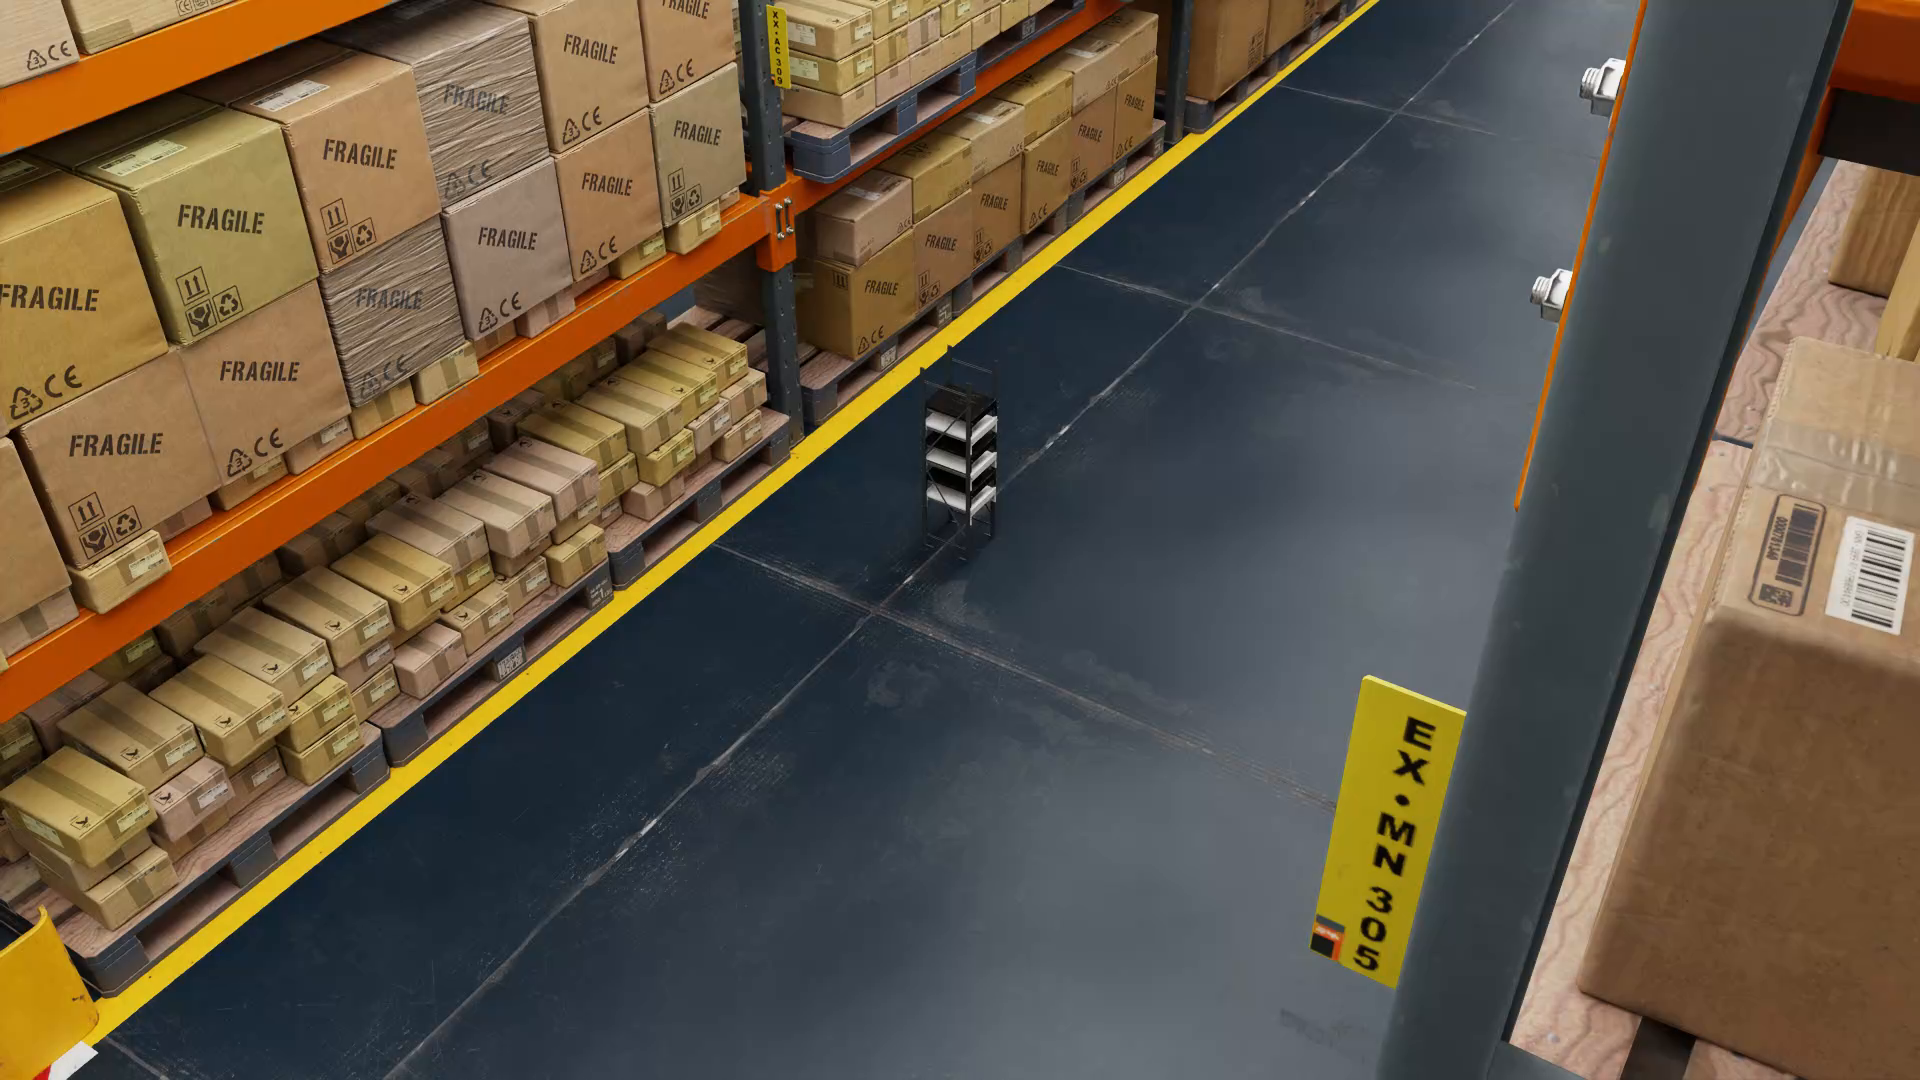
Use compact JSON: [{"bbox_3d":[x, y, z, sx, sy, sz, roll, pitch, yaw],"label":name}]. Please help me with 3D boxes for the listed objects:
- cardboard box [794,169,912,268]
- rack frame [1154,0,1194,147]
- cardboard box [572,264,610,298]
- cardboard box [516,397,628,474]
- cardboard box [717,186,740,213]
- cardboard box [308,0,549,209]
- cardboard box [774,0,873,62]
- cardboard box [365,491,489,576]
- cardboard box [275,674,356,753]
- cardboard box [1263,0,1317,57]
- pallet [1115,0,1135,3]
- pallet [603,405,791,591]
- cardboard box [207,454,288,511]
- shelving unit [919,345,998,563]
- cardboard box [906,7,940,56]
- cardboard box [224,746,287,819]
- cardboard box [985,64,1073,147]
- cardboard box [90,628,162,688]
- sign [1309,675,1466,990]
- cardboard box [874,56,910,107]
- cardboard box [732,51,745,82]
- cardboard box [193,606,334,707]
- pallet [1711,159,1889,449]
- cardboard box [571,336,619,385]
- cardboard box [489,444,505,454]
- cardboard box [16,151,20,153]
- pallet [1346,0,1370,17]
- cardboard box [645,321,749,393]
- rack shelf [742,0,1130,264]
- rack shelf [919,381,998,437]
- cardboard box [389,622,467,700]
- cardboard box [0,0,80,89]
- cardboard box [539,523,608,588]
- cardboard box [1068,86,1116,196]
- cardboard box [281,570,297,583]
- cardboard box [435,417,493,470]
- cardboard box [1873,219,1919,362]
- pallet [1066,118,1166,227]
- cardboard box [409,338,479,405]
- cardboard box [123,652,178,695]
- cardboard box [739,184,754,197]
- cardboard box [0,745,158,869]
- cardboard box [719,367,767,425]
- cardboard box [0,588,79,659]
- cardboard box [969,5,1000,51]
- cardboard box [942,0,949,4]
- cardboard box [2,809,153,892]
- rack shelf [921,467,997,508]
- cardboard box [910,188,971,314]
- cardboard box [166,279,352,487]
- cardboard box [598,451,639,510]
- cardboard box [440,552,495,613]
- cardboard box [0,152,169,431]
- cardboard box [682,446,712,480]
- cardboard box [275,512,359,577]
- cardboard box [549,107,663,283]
[{"bbox_3d":[-0.569,-1.564,7.911,0.500,0.250,0.500,19,42,23],"label":"cardboard box"},{"bbox_3d":[0.955,-3.858,9.798,1.000,3.000,0.127,21,42,25],"label":"rack frame"},{"bbox_3d":[-1.579,-1.075,6.394,0.380,0.149,0.250,20,42,24],"label":"cardboard box"},{"bbox_3d":[-1.595,-0.417,6.837,0.380,0.149,0.250,23,43,27],"label":"cardboard box"},{"bbox_3d":[-1.144,-1.473,6.909,0.380,0.149,0.250,21,42,25],"label":"cardboard box"},{"bbox_3d":[-1.770,-1.491,5.583,0.500,0.500,0.500,22,43,26],"label":"cardboard box"},{"bbox_3d":[-0.589,-2.151,6.958,0.380,0.149,0.250,23,43,27],"label":"cardboard box"},{"bbox_3d":[-2.022,-0.011,6.312,0.380,0.149,0.250,21,42,25],"label":"cardboard box"},{"bbox_3d":[-2.354,0.550,5.827,0.380,0.149,0.250,23,43,26],"label":"cardboard box"},{"bbox_3d":[1.822,-3.870,11.311,1.050,0.750,0.750,22,43,26],"label":"cardboard box"},{"bbox_3d":[0.663,-3.380,9.334,1.213,0.211,1.003,21,42,25],"label":"pallet"},{"bbox_3d":[-1.518,-0.334,7.510,1.003,0.211,1.213,21,42,25],"label":"pallet"},{"bbox_3d":[-2.401,-0.270,5.349,0.380,0.149,0.250,21,42,25],"label":"cardboard box"},{"bbox_3d":[-0.004,-0.352,6.970,0.258,0.900,0.210,21,42,25],"label":"shelving unit"},{"bbox_3d":[-0.314,-2.301,7.396,0.380,0.149,0.250,22,43,26],"label":"cardboard box"},{"bbox_3d":[-2.582,0.772,5.783,0.380,0.149,0.250,22,43,26],"label":"cardboard box"},{"bbox_3d":[0.263,-2.372,8.960,0.500,0.250,0.500,22,43,26],"label":"cardboard box"},{"bbox_3d":[-3.047,0.352,5.841,0.380,0.149,0.250,20,42,24],"label":"cardboard box"},{"bbox_3d":[0.352,0.249,1.353,0.100,0.325,0.005,21,42,25],"label":"sign"},{"bbox_3d":[-0.445,-2.060,7.327,0.380,0.149,0.250,22,43,26],"label":"cardboard box"},{"bbox_3d":[-1.143,-2.132,7.421,0.380,0.149,0.250,20,42,24],"label":"cardboard box"},{"bbox_3d":[-2.411,0.410,5.765,0.380,0.149,0.250,19,42,23],"label":"cardboard box"},{"bbox_3d":[1.844,-0.229,2.707,1.003,0.211,1.213,21,42,25],"label":"pallet"},{"bbox_3d":[-1.745,-0.836,7.382,0.380,0.149,0.250,23,43,27],"label":"cardboard box"},{"bbox_3d":[-1.960,-0.433,7.103,0.380,0.149,0.250,19,42,23],"label":"cardboard box"},{"bbox_3d":[-2.754,-1.137,5.123,0.500,0.500,0.500,23,43,27],"label":"cardboard box"},{"bbox_3d":[2.748,-4.393,12.776,1.003,0.211,1.213,21,42,25],"label":"pallet"},{"bbox_3d":[-1.159,-0.800,7.335,0.380,0.149,0.250,22,43,26],"label":"cardboard box"},{"bbox_3d":[-0.117,-2.542,8.680,1.077,0.370,4.000,21,42,25],"label":"rack shelf"},{"bbox_3d":[-0.004,-0.540,6.825,0.258,0.077,0.200,21,42,25],"label":"rack shelf"},{"bbox_3d":[-2.089,0.413,6.248,0.380,0.149,0.250,19,42,23],"label":"cardboard box"},{"bbox_3d":[-2.589,-1.280,4.120,0.500,0.250,0.500,23,43,26],"label":"cardboard box"},{"bbox_3d":[-1.665,0.014,6.766,0.380,0.149,0.250,21,42,25],"label":"cardboard box"},{"bbox_3d":[0.542,-2.343,9.536,0.500,0.500,0.500,23,43,27],"label":"cardboard box"},{"bbox_3d":[-2.593,0.080,6.437,0.380,0.149,0.250,23,43,27],"label":"cardboard box"},{"bbox_3d":[-2.165,-0.443,6.872,0.380,0.149,0.250,22,43,26],"label":"cardboard box"},{"bbox_3d":[1.675,-0.311,2.233,0.700,0.500,0.500,18,41,22],"label":"cardboard box"},{"bbox_3d":[0.535,-2.351,10.127,1.003,0.211,1.213,21,42,25],"label":"pallet"},{"bbox_3d":[-1.921,-0.643,5.833,0.380,0.149,0.250,22,43,26],"label":"cardboard box"},{"bbox_3d":[-3.013,0.477,5.921,0.380,0.149,0.250,19,42,23],"label":"cardboard box"},{"bbox_3d":[-1.003,-1.736,8.134,0.500,0.250,0.500,20,42,24],"label":"cardboard box"},{"bbox_3d":[-2.764,0.834,5.215,0.380,0.149,0.250,19,42,23],"label":"cardboard box"},{"bbox_3d":[-1.089,-0.685,7.429,0.380,0.149,0.250,22,43,26],"label":"cardboard box"},{"bbox_3d":[-2.780,0.161,4.790,0.380,0.149,0.250,23,43,27],"label":"cardboard box"},{"bbox_3d":[-0.037,-2.448,7.831,0.380,0.149,0.250,19,42,23],"label":"cardboard box"},{"bbox_3d":[-0.169,-2.556,7.483,0.380,0.149,0.250,21,42,25],"label":"cardboard box"},{"bbox_3d":[-2.834,0.925,5.341,0.380,0.149,0.250,23,43,27],"label":"cardboard box"},{"bbox_3d":[-0.004,-0.255,7.045,0.258,0.077,0.200,21,42,25],"label":"rack shelf"},{"bbox_3d":[-0.286,-1.540,8.494,0.500,0.500,0.500,23,43,27],"label":"cardboard box"},{"bbox_3d":[-2.319,-0.565,5.200,0.500,0.500,0.500,22,43,26],"label":"cardboard box"},{"bbox_3d":[-1.569,-0.300,6.930,0.380,0.149,0.250,22,43,26],"label":"cardboard box"},{"bbox_3d":[-2.029,0.093,6.420,0.380,0.149,0.250,23,43,27],"label":"cardboard box"},{"bbox_3d":[-2.602,-0.694,4.549,0.500,0.500,0.500,22,43,26],"label":"cardboard box"},{"bbox_3d":[-1.321,-0.413,7.320,0.380,0.149,0.250,22,43,26],"label":"cardboard box"},{"bbox_3d":[-2.523,-0.017,6.319,0.380,0.149,0.250,20,42,24],"label":"cardboard box"},{"bbox_3d":[-1.488,-1.344,6.211,0.500,0.500,0.500,20,42,24],"label":"cardboard box"}]
